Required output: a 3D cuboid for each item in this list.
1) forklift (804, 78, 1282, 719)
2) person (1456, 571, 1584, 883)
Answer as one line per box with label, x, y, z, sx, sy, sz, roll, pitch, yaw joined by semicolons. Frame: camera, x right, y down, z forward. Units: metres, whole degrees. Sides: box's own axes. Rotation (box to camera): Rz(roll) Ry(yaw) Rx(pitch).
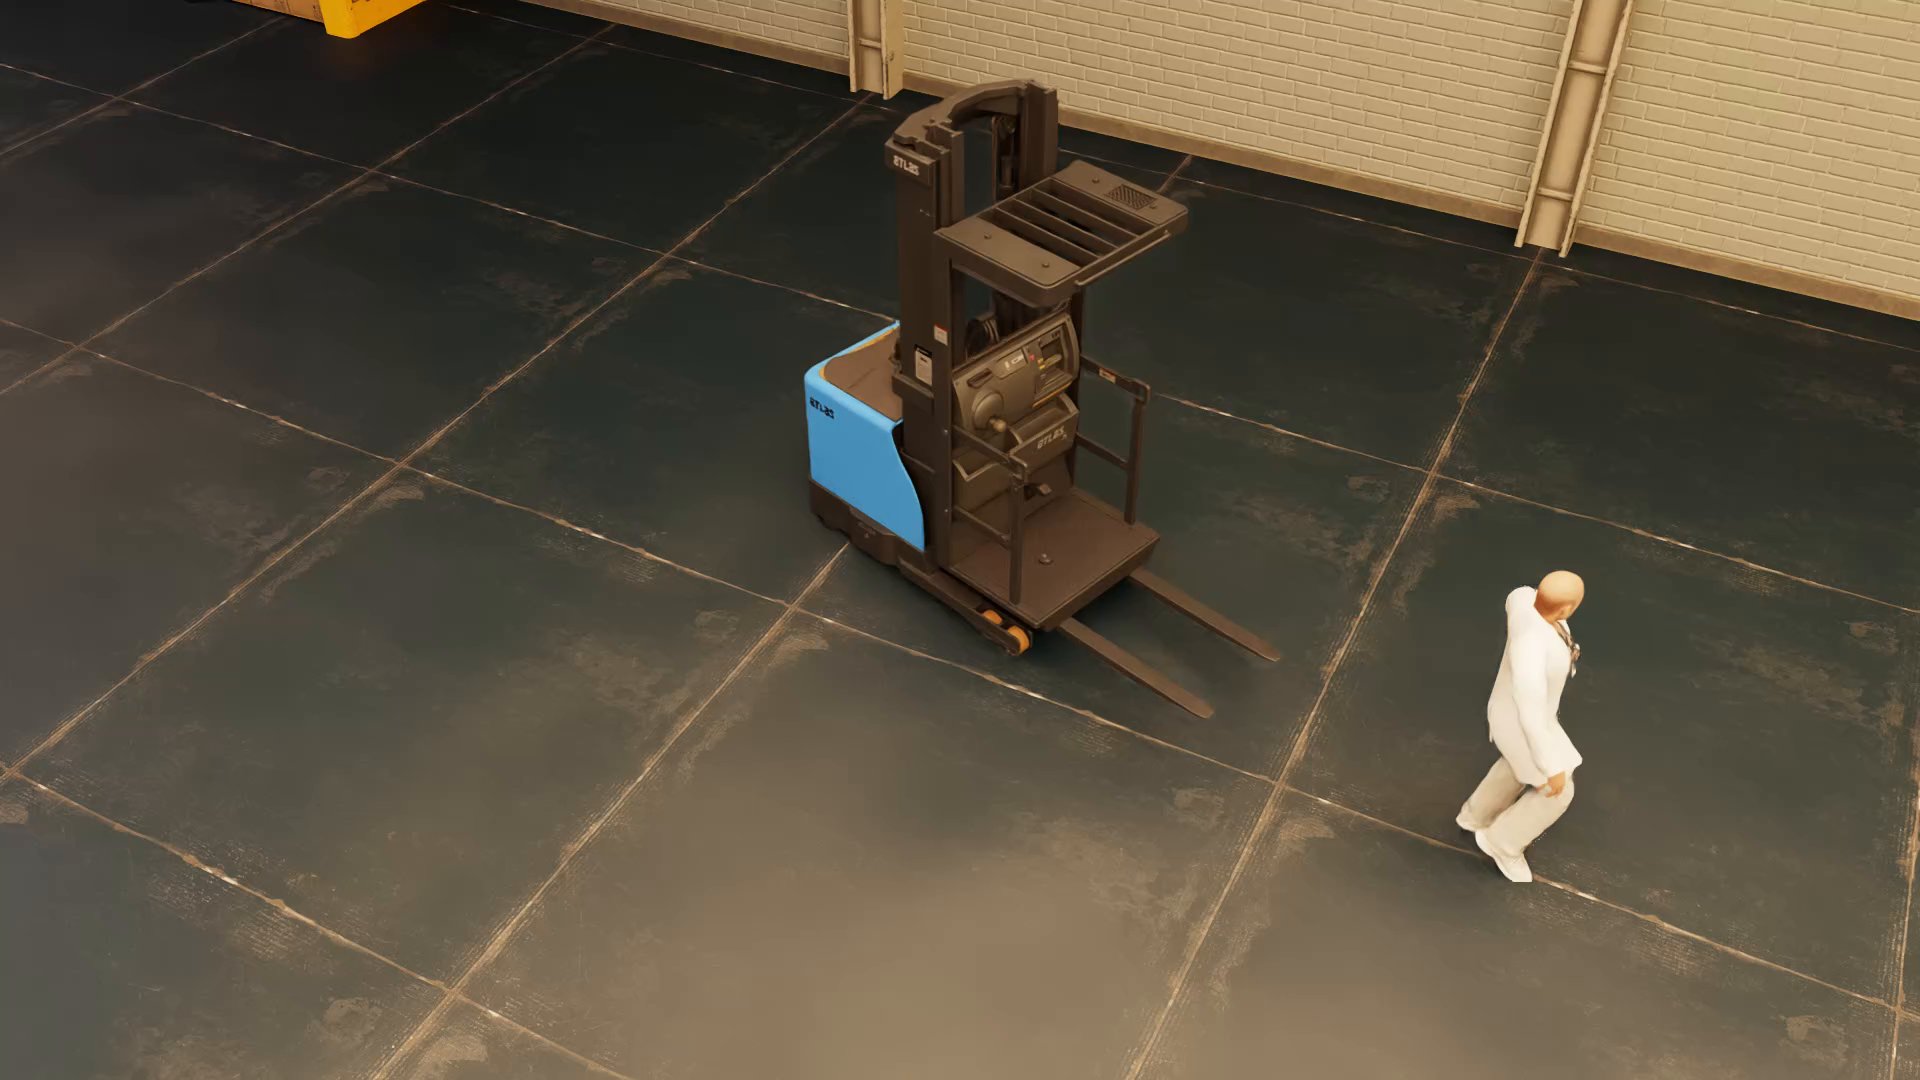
forklift;0.464;-0.844;8.989;3.031;2.935;1.130;32;50;33
person;2.739;0.847;7.928;0.486;1.791;0.917;11;41;12
